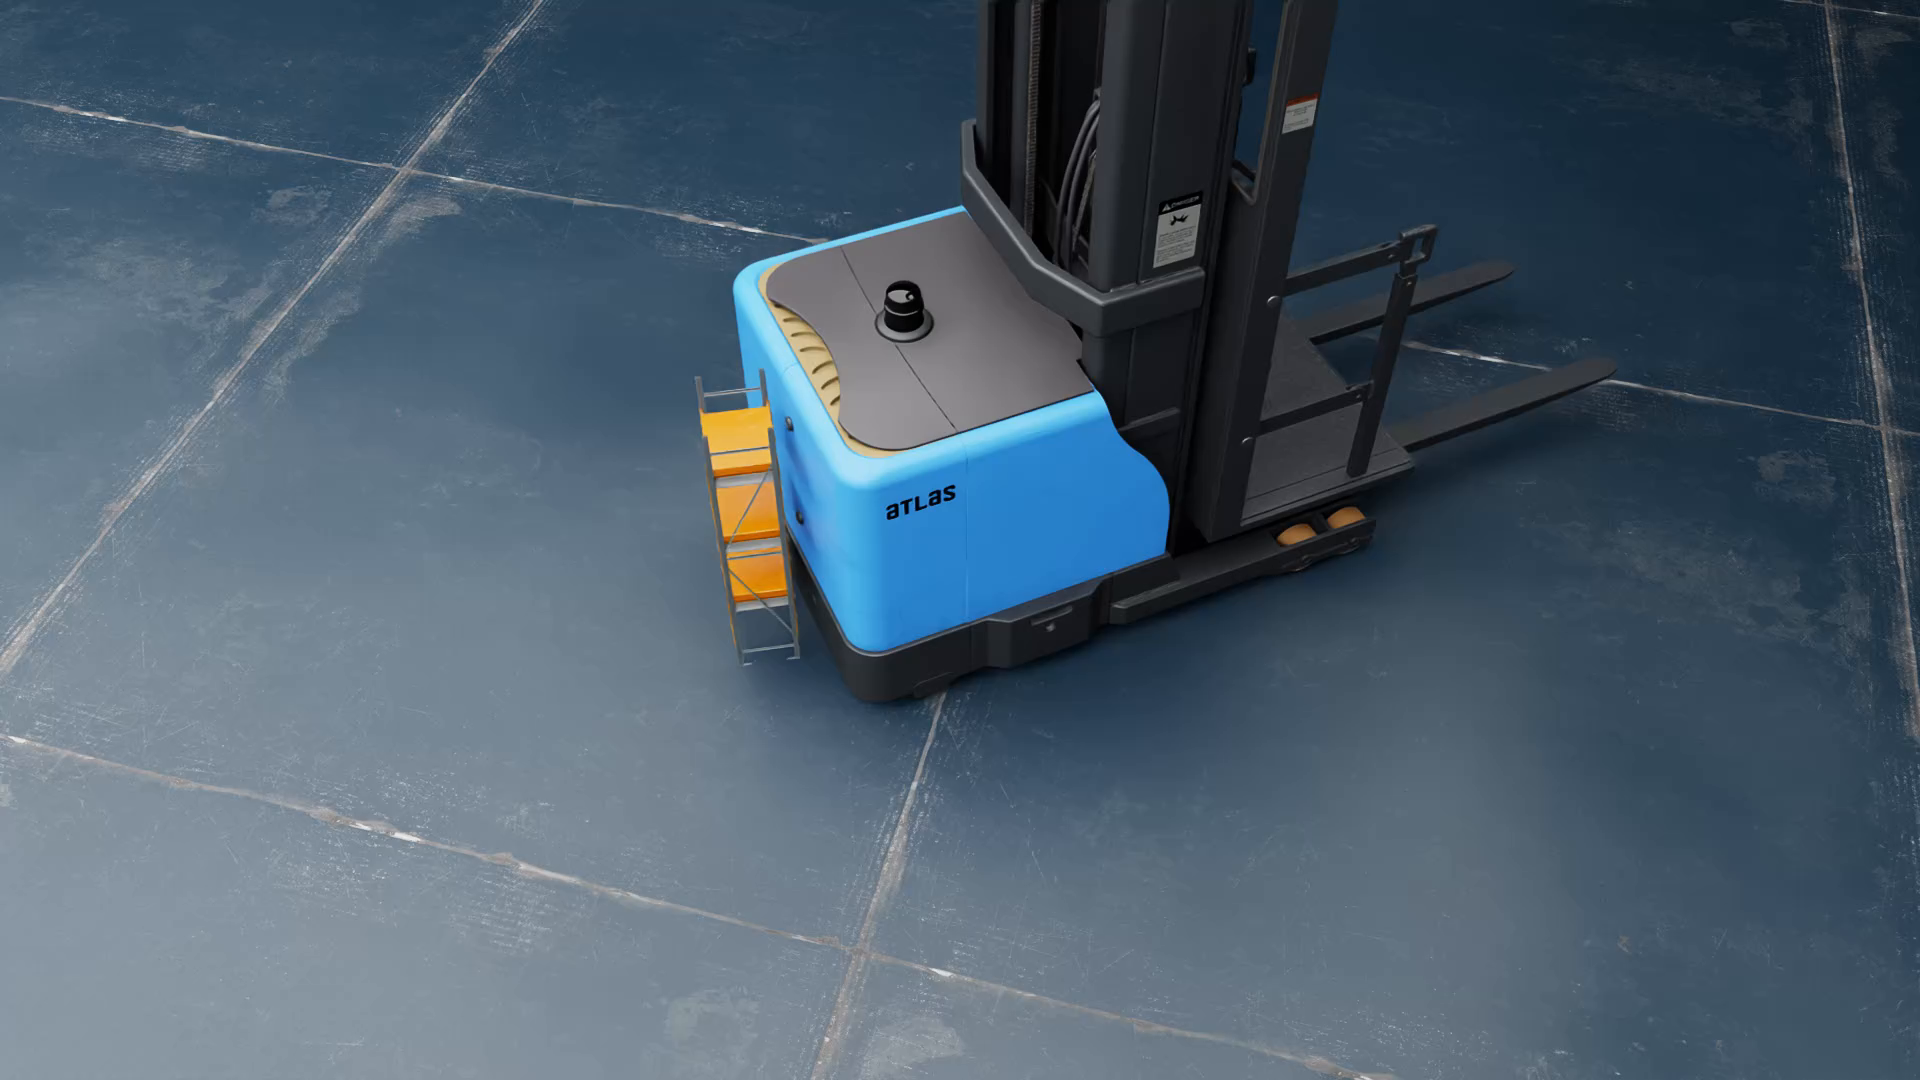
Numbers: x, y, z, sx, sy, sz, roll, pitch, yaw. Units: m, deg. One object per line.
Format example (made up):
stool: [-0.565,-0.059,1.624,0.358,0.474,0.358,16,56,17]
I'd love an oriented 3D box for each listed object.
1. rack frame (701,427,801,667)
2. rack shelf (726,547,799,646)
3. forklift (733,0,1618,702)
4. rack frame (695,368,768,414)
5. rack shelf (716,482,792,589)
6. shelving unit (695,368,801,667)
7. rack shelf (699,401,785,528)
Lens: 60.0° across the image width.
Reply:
rack frame: [-0.617,0.049,5.006,0.200,1.050,0.008,-8,49,-7]
rack shelf: [-0.639,0.150,5.302,0.215,0.259,0.240,-8,49,-7]
forklift: [0.858,-1.209,4.862,3.031,2.935,1.130,-18,51,-16]
rack frame: [-0.660,-0.131,5.165,0.200,1.050,0.008,-8,49,-7]
rack shelf: [-0.639,-0.034,5.094,0.215,0.259,0.240,-8,49,-7]
shelving unit: [-0.639,-0.041,5.086,0.215,1.050,0.252,-8,49,-7]
rack shelf: [-0.639,-0.222,4.881,0.215,0.259,0.240,-8,49,-7]
